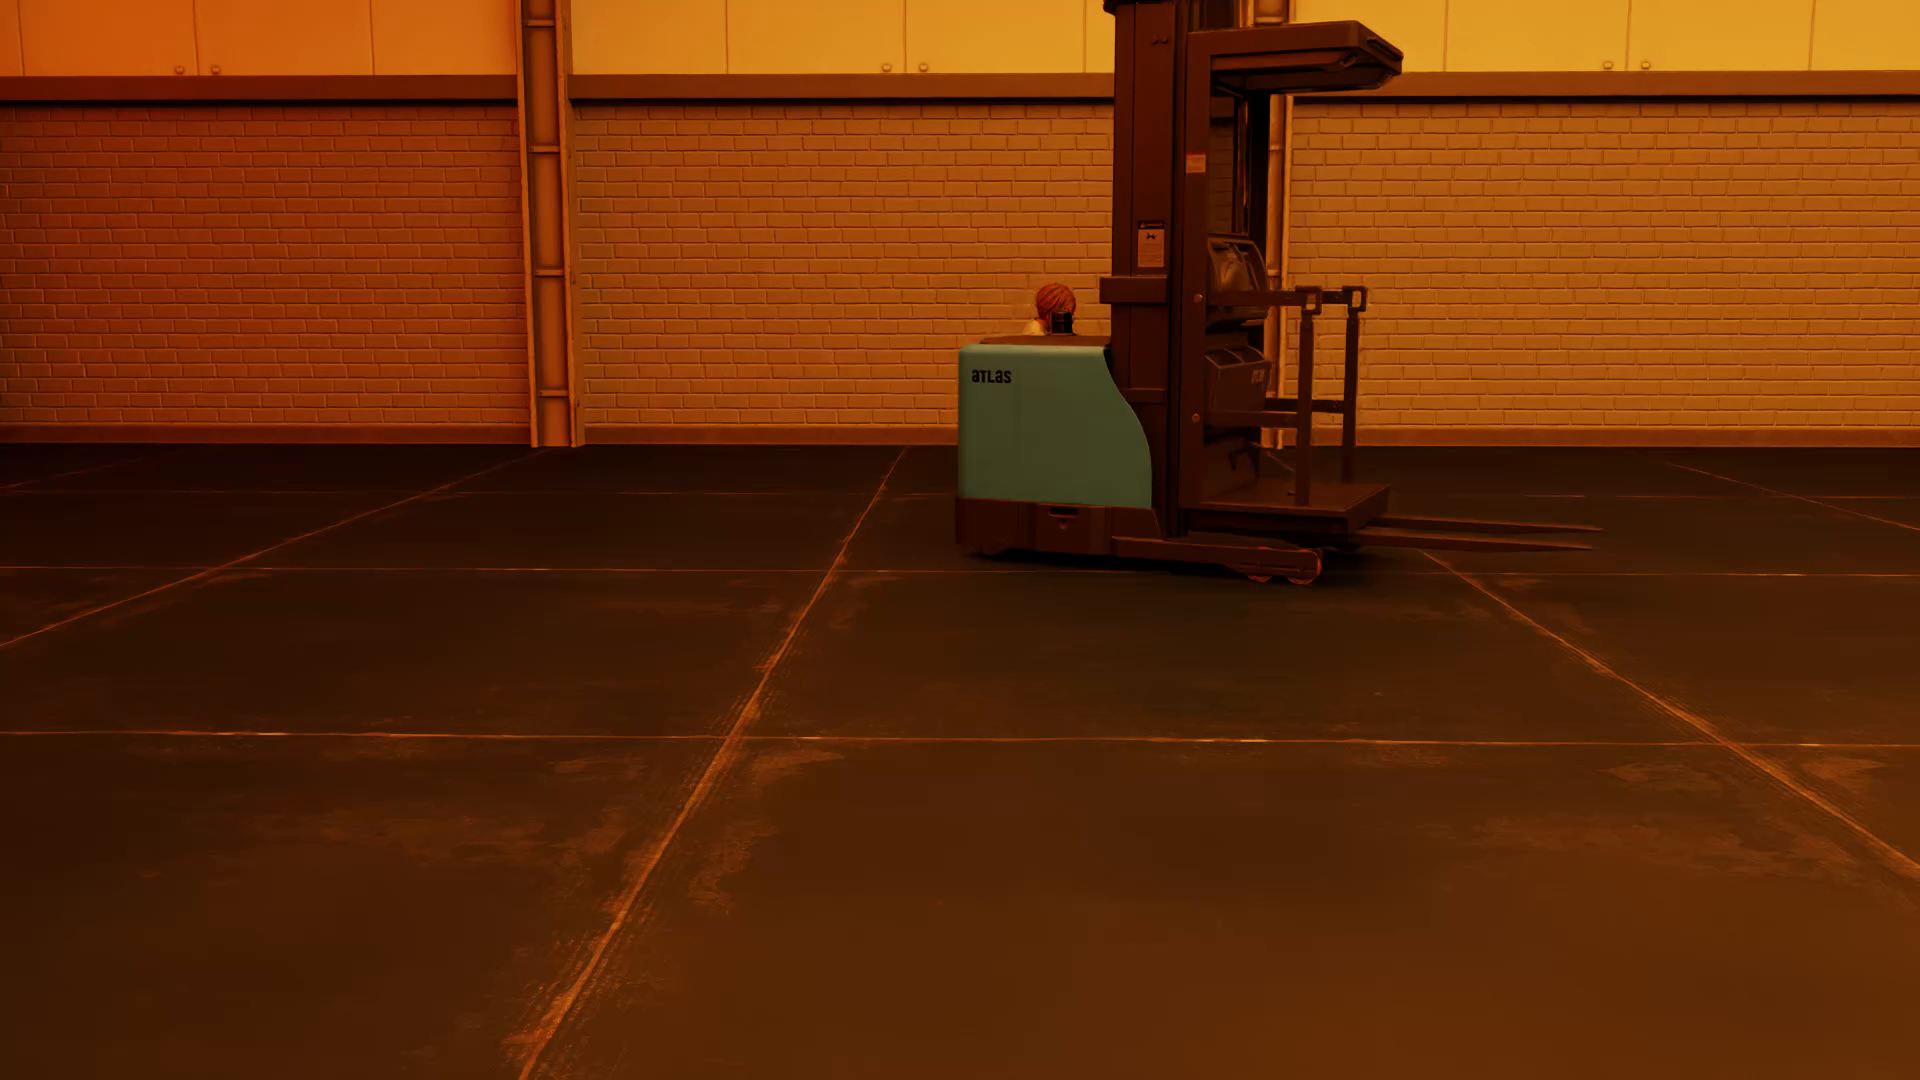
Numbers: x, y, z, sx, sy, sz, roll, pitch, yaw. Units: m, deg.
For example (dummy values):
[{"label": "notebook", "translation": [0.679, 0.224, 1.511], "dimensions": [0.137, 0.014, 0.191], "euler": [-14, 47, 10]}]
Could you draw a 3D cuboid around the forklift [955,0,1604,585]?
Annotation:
[{"label": "forklift", "translation": [1.536, -1.333, 8.021], "dimensions": [3.031, 2.935, 1.130], "euler": [4, 10, 25]}]

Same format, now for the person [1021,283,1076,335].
[{"label": "person", "translation": [0.624, -0.714, 9.075], "dimensions": [0.689, 1.364, 0.846], "euler": [4, 9, 22]}]
